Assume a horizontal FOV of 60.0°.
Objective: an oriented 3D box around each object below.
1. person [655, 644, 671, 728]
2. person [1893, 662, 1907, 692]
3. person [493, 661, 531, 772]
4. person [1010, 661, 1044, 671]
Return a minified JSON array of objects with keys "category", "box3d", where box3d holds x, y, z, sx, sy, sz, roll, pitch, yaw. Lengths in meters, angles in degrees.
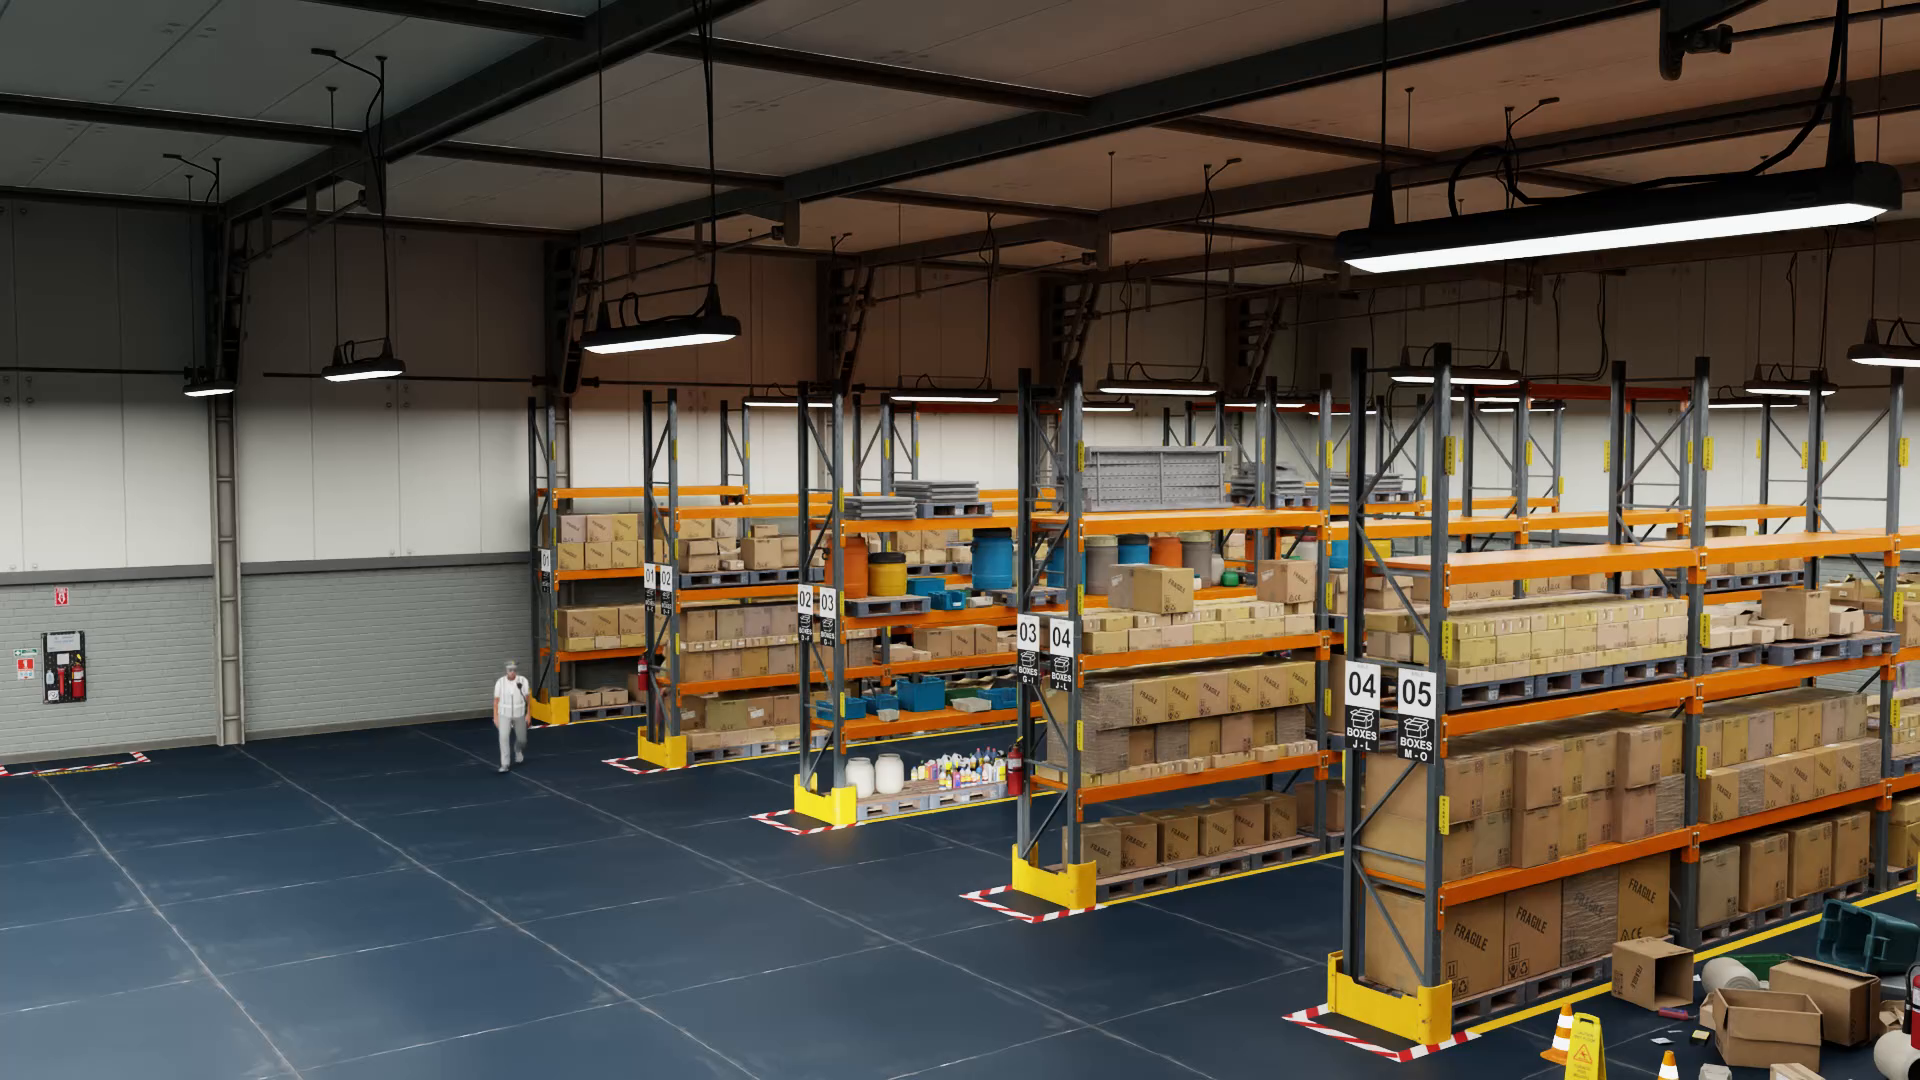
[{"category":"person","box3d":[-5.139,2.616,28.910,0.859,1.640,0.463,-2,4,-33]},{"category":"person","box3d":[16.301,2.667,28.767,0.421,1.564,0.808,-3,5,-44]},{"category":"person","box3d":[-7.074,2.746,26.263,0.567,1.721,0.966,-1,4,-17]},{"category":"person","box3d":[1.537,2.027,35.489,0.482,1.544,1.065,3,5,43]}]
